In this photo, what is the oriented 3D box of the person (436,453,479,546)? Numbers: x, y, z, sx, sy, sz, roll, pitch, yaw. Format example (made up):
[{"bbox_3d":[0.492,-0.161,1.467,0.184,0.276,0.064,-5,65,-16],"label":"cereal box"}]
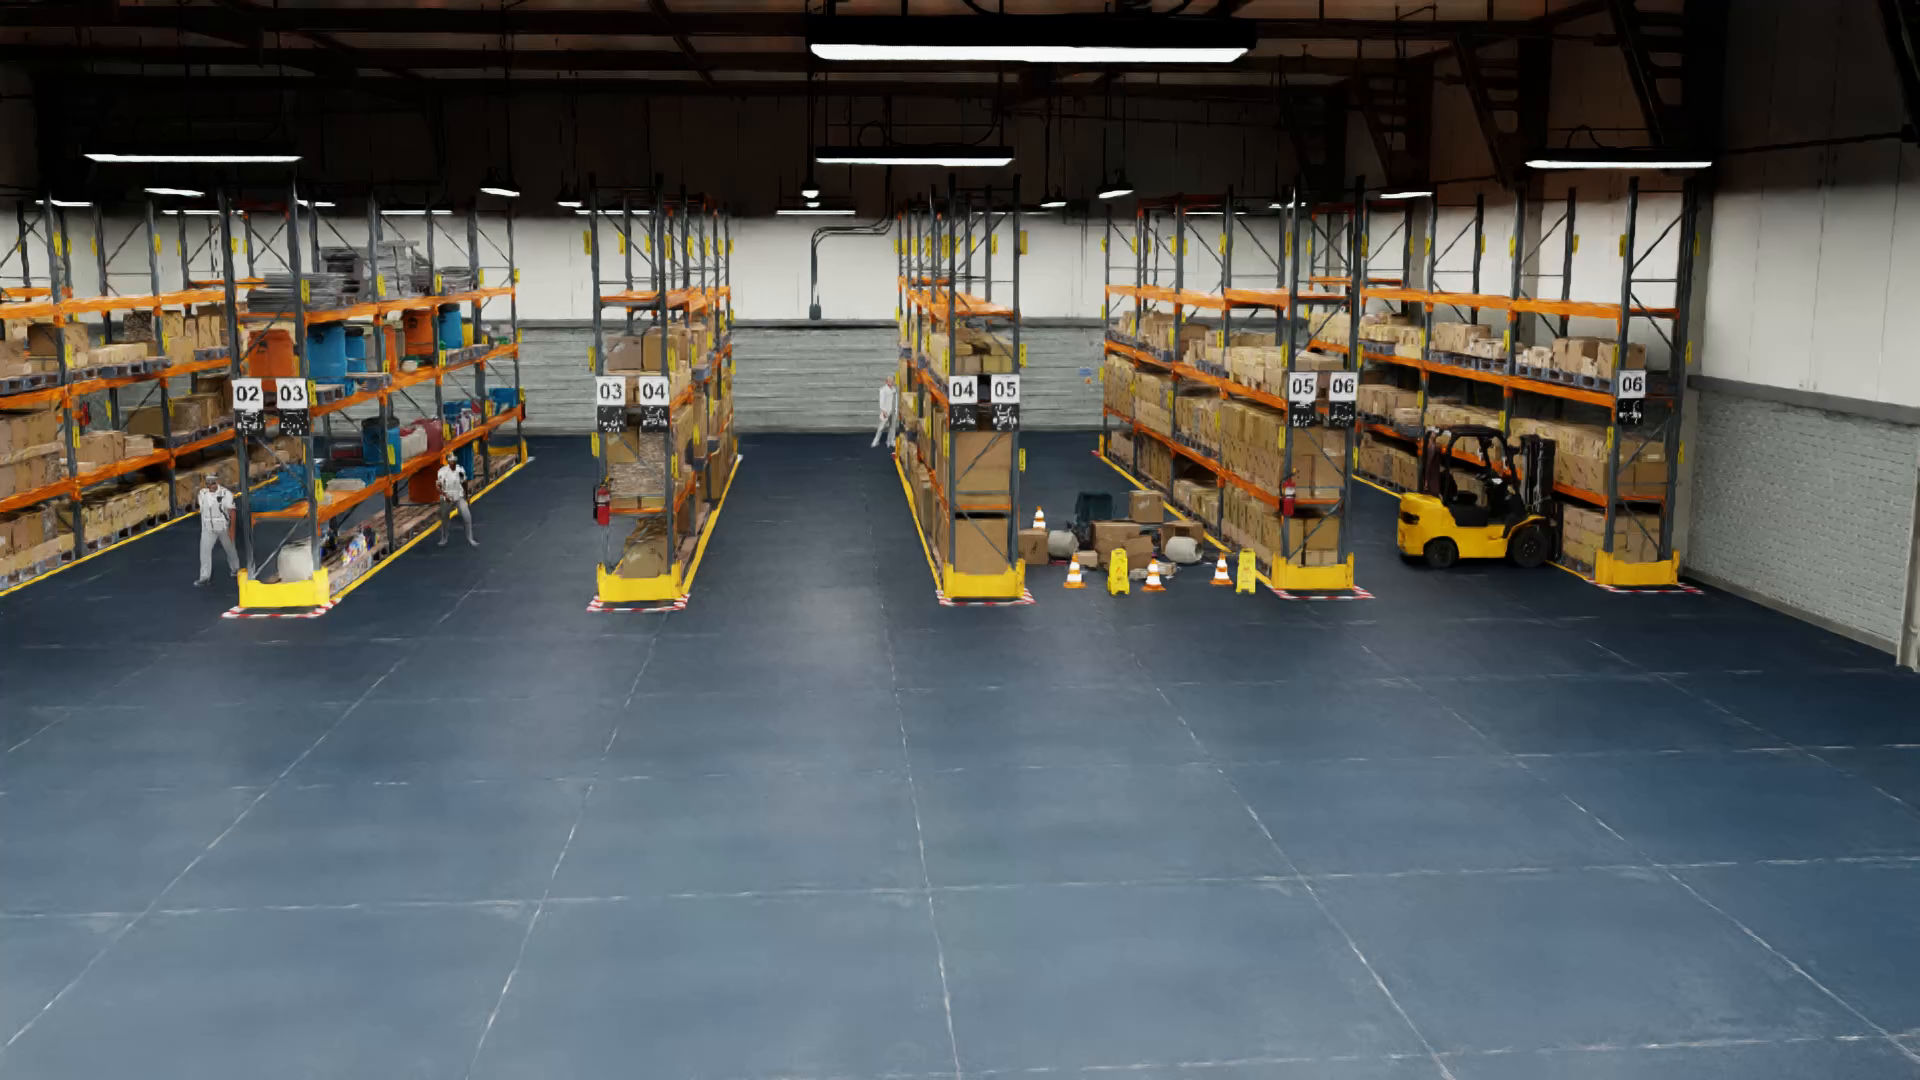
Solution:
[{"bbox_3d":[-8.509,-0.698,27.993,0.618,1.613,0.793,-5,11,-24],"label":"person"}]

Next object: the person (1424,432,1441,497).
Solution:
[{"bbox_3d":[8.326,-1.071,29.577,0.642,1.764,0.693,4,11,20],"label":"person"}]

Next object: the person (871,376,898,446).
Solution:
[{"bbox_3d":[-1.906,-3.255,42.048,0.509,1.776,0.764,9,14,42],"label":"person"}]

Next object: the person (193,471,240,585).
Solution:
[{"bbox_3d":[-11.148,-0.214,24.961,0.541,1.672,1.116,-1,10,-6],"label":"person"}]
